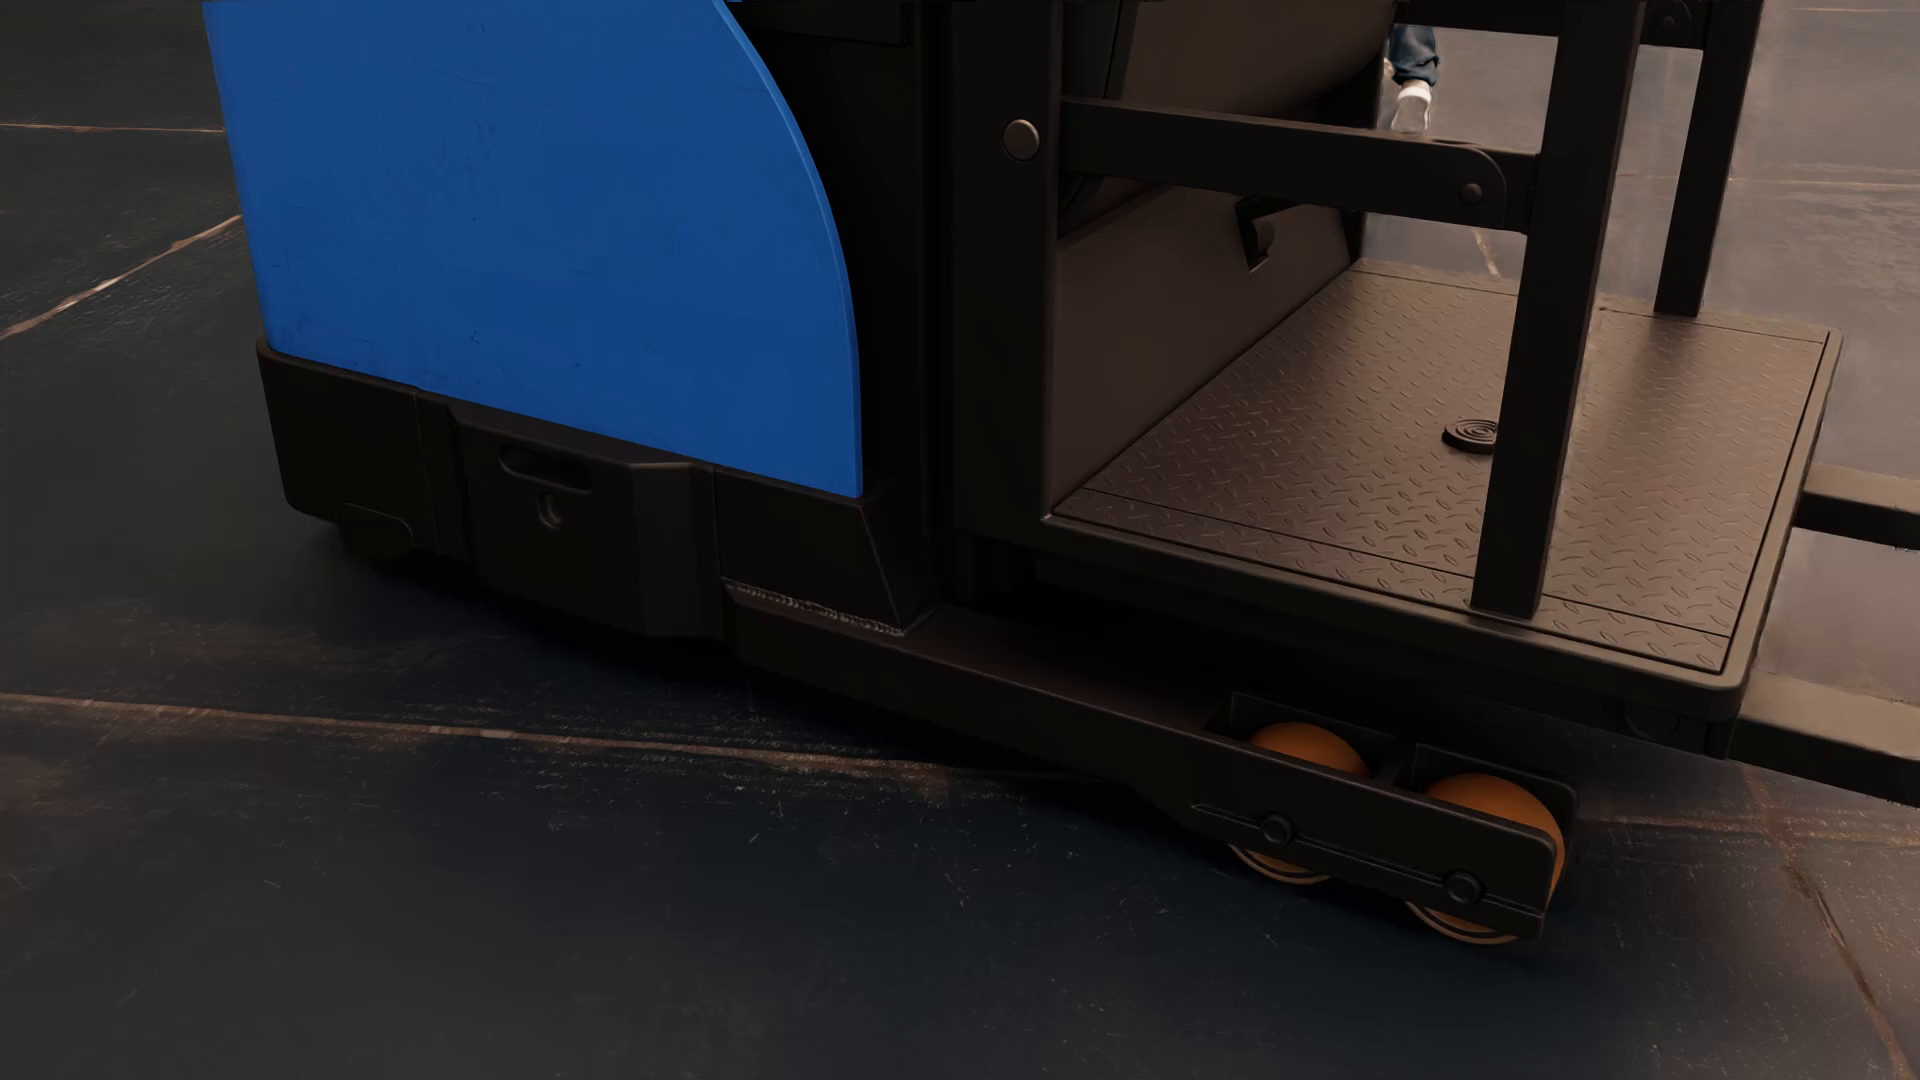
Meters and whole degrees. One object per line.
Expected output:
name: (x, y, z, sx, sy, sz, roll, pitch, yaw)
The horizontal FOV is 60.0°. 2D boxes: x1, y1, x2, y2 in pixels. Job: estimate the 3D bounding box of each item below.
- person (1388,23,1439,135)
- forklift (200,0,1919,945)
person: (1.105, -1.857, 4.484, 0.686, 1.571, 0.420, 1, 27, 1)
forklift: (0.529, -1.176, 1.574, 3.031, 2.935, 1.130, 14, 30, 26)
